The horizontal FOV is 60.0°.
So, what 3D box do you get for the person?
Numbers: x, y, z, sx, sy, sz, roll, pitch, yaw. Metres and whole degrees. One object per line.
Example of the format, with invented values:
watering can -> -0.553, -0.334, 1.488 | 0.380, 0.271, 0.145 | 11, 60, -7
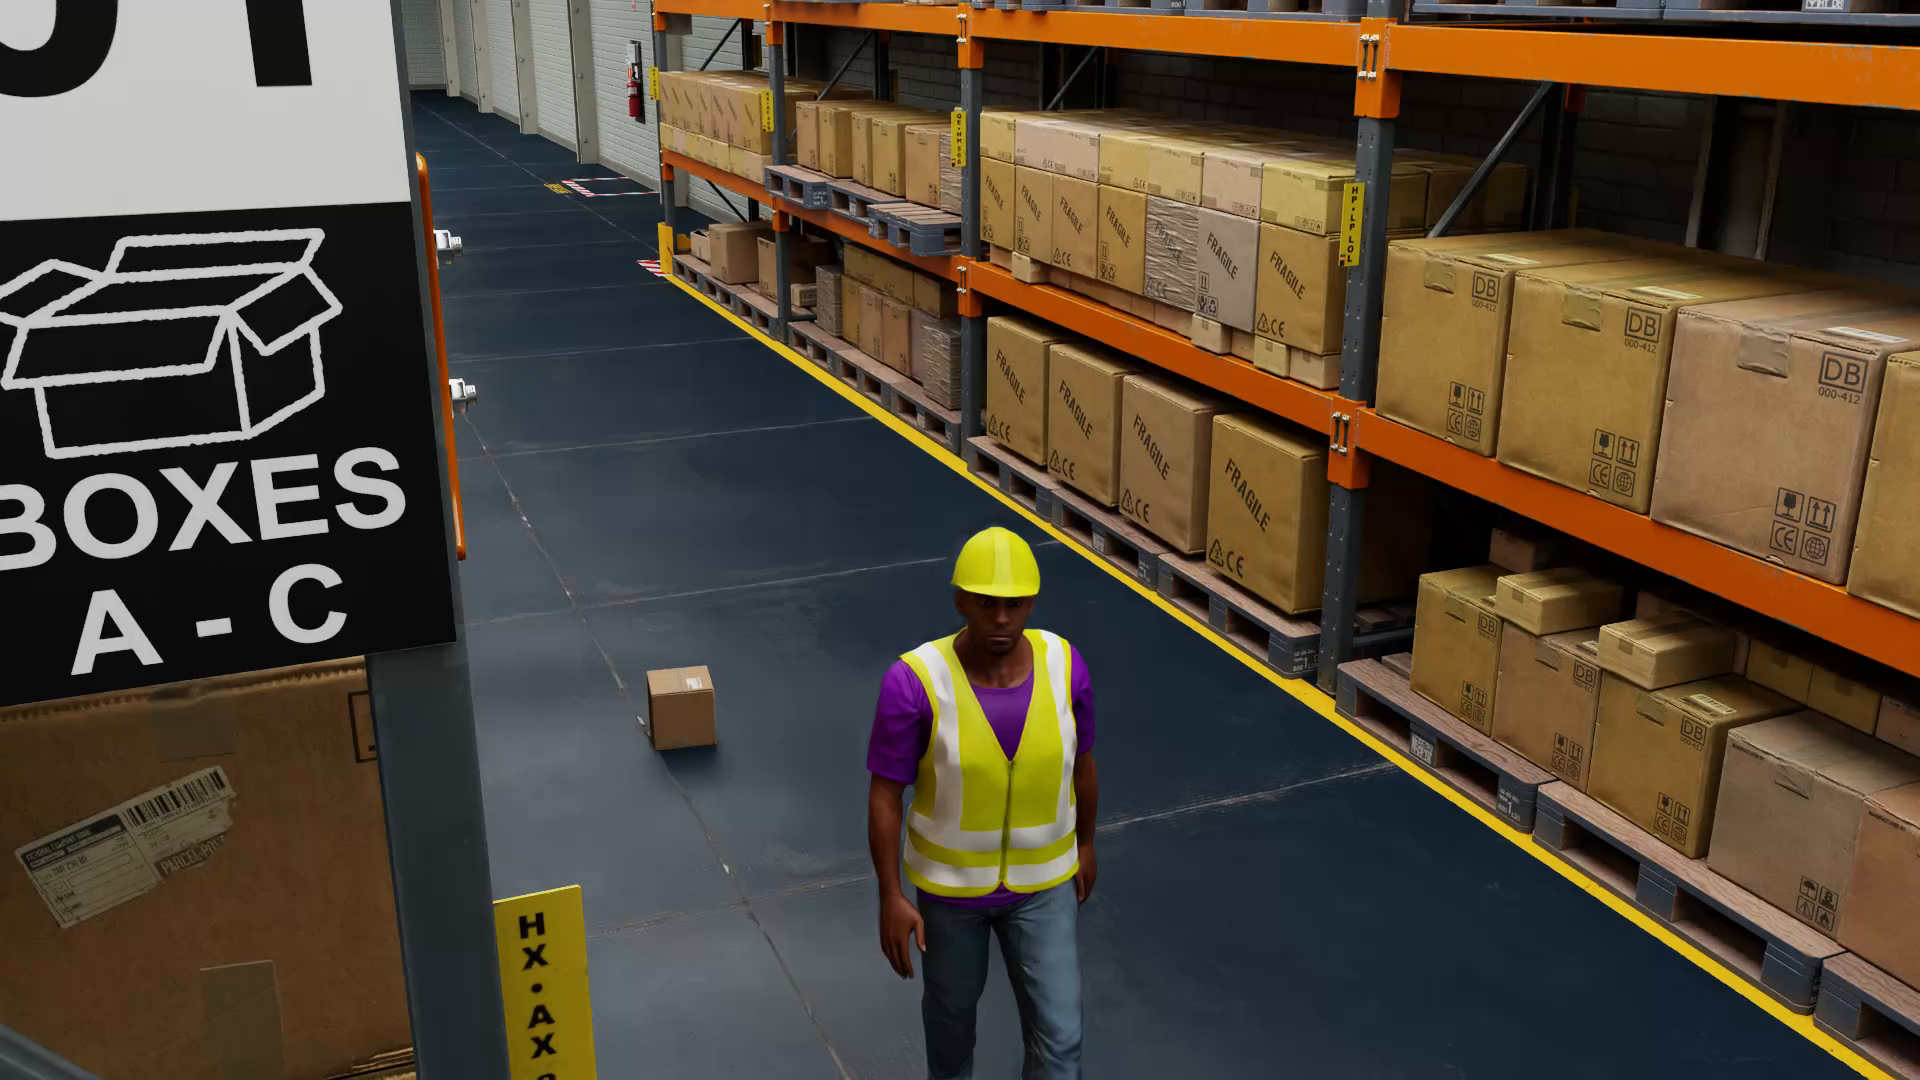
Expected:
person -> 0.090, 0.850, 4.008 | 0.611, 1.765, 0.861 | -3, 19, -9
